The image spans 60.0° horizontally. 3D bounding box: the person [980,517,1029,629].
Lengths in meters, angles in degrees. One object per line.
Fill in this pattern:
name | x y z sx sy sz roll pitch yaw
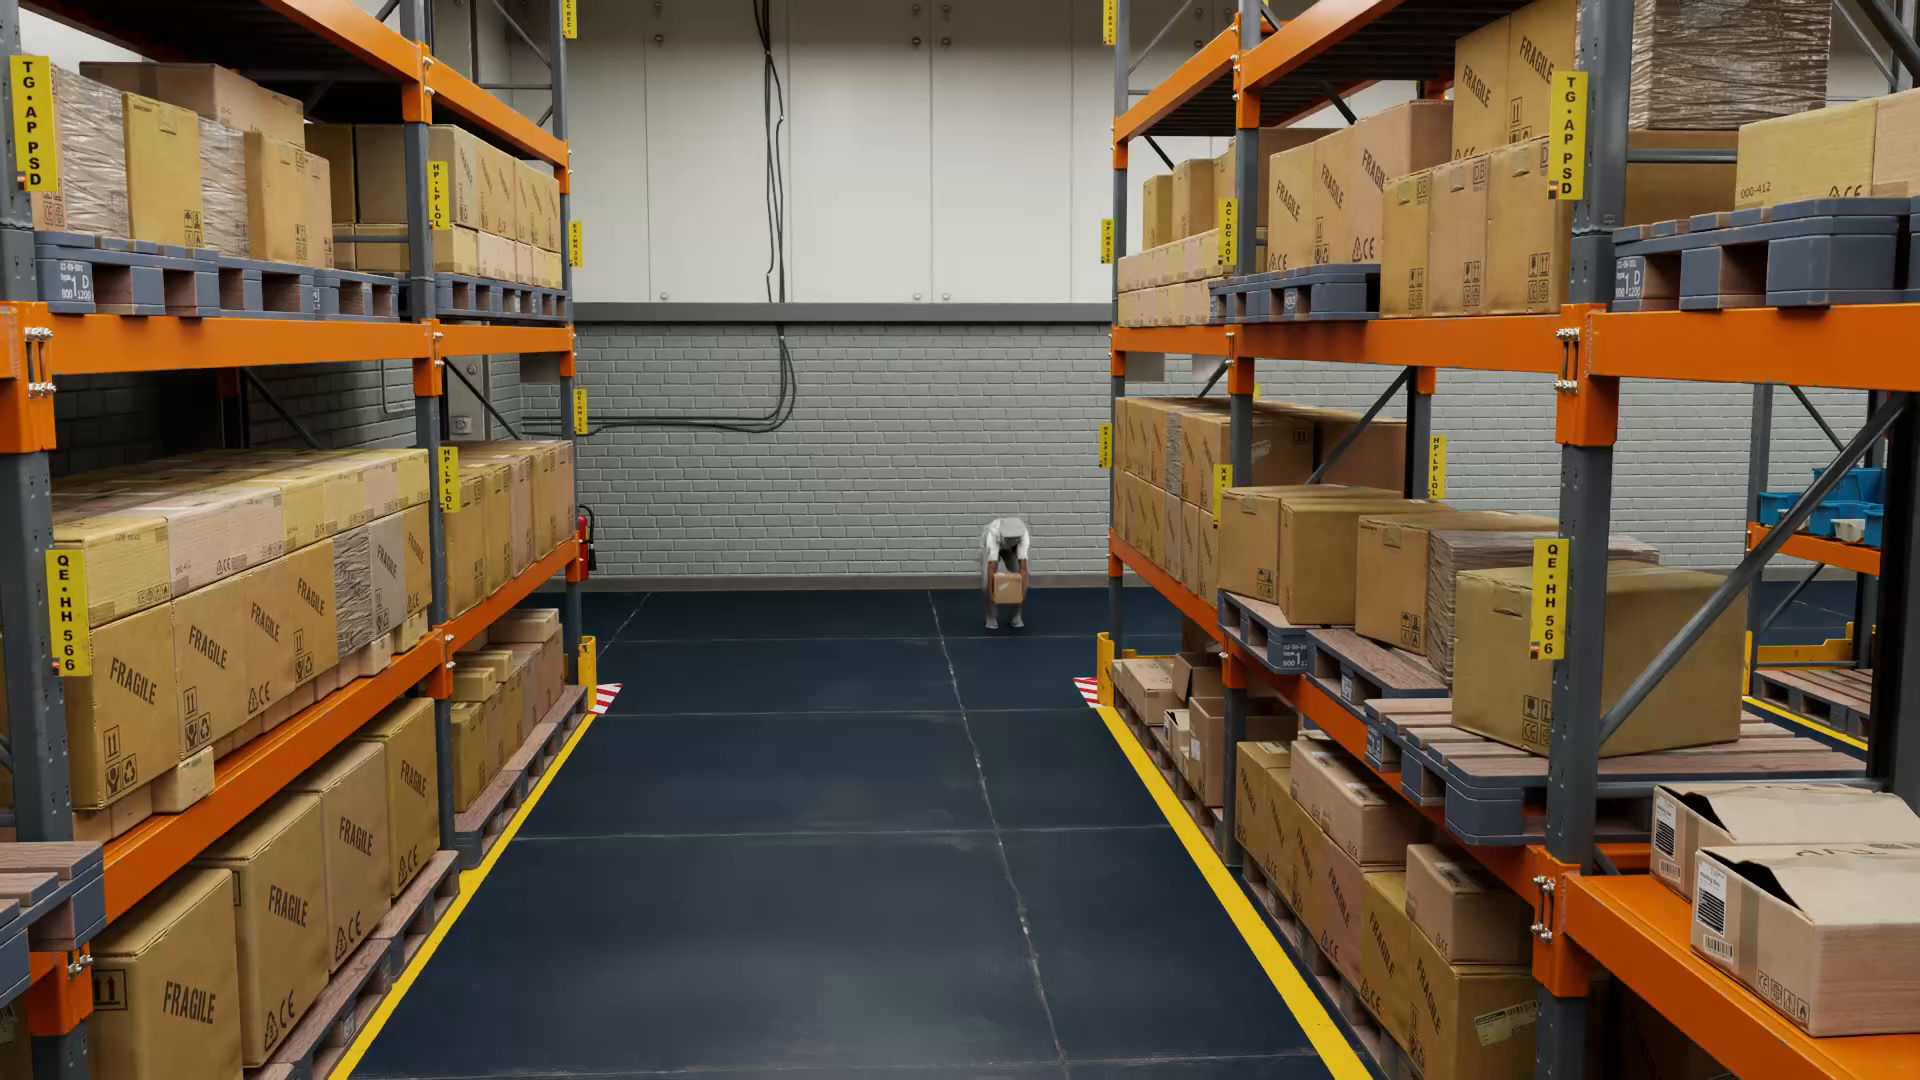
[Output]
person | 0.433 0.301 15.624 0.449 1.101 0.931 -1 7 -6
